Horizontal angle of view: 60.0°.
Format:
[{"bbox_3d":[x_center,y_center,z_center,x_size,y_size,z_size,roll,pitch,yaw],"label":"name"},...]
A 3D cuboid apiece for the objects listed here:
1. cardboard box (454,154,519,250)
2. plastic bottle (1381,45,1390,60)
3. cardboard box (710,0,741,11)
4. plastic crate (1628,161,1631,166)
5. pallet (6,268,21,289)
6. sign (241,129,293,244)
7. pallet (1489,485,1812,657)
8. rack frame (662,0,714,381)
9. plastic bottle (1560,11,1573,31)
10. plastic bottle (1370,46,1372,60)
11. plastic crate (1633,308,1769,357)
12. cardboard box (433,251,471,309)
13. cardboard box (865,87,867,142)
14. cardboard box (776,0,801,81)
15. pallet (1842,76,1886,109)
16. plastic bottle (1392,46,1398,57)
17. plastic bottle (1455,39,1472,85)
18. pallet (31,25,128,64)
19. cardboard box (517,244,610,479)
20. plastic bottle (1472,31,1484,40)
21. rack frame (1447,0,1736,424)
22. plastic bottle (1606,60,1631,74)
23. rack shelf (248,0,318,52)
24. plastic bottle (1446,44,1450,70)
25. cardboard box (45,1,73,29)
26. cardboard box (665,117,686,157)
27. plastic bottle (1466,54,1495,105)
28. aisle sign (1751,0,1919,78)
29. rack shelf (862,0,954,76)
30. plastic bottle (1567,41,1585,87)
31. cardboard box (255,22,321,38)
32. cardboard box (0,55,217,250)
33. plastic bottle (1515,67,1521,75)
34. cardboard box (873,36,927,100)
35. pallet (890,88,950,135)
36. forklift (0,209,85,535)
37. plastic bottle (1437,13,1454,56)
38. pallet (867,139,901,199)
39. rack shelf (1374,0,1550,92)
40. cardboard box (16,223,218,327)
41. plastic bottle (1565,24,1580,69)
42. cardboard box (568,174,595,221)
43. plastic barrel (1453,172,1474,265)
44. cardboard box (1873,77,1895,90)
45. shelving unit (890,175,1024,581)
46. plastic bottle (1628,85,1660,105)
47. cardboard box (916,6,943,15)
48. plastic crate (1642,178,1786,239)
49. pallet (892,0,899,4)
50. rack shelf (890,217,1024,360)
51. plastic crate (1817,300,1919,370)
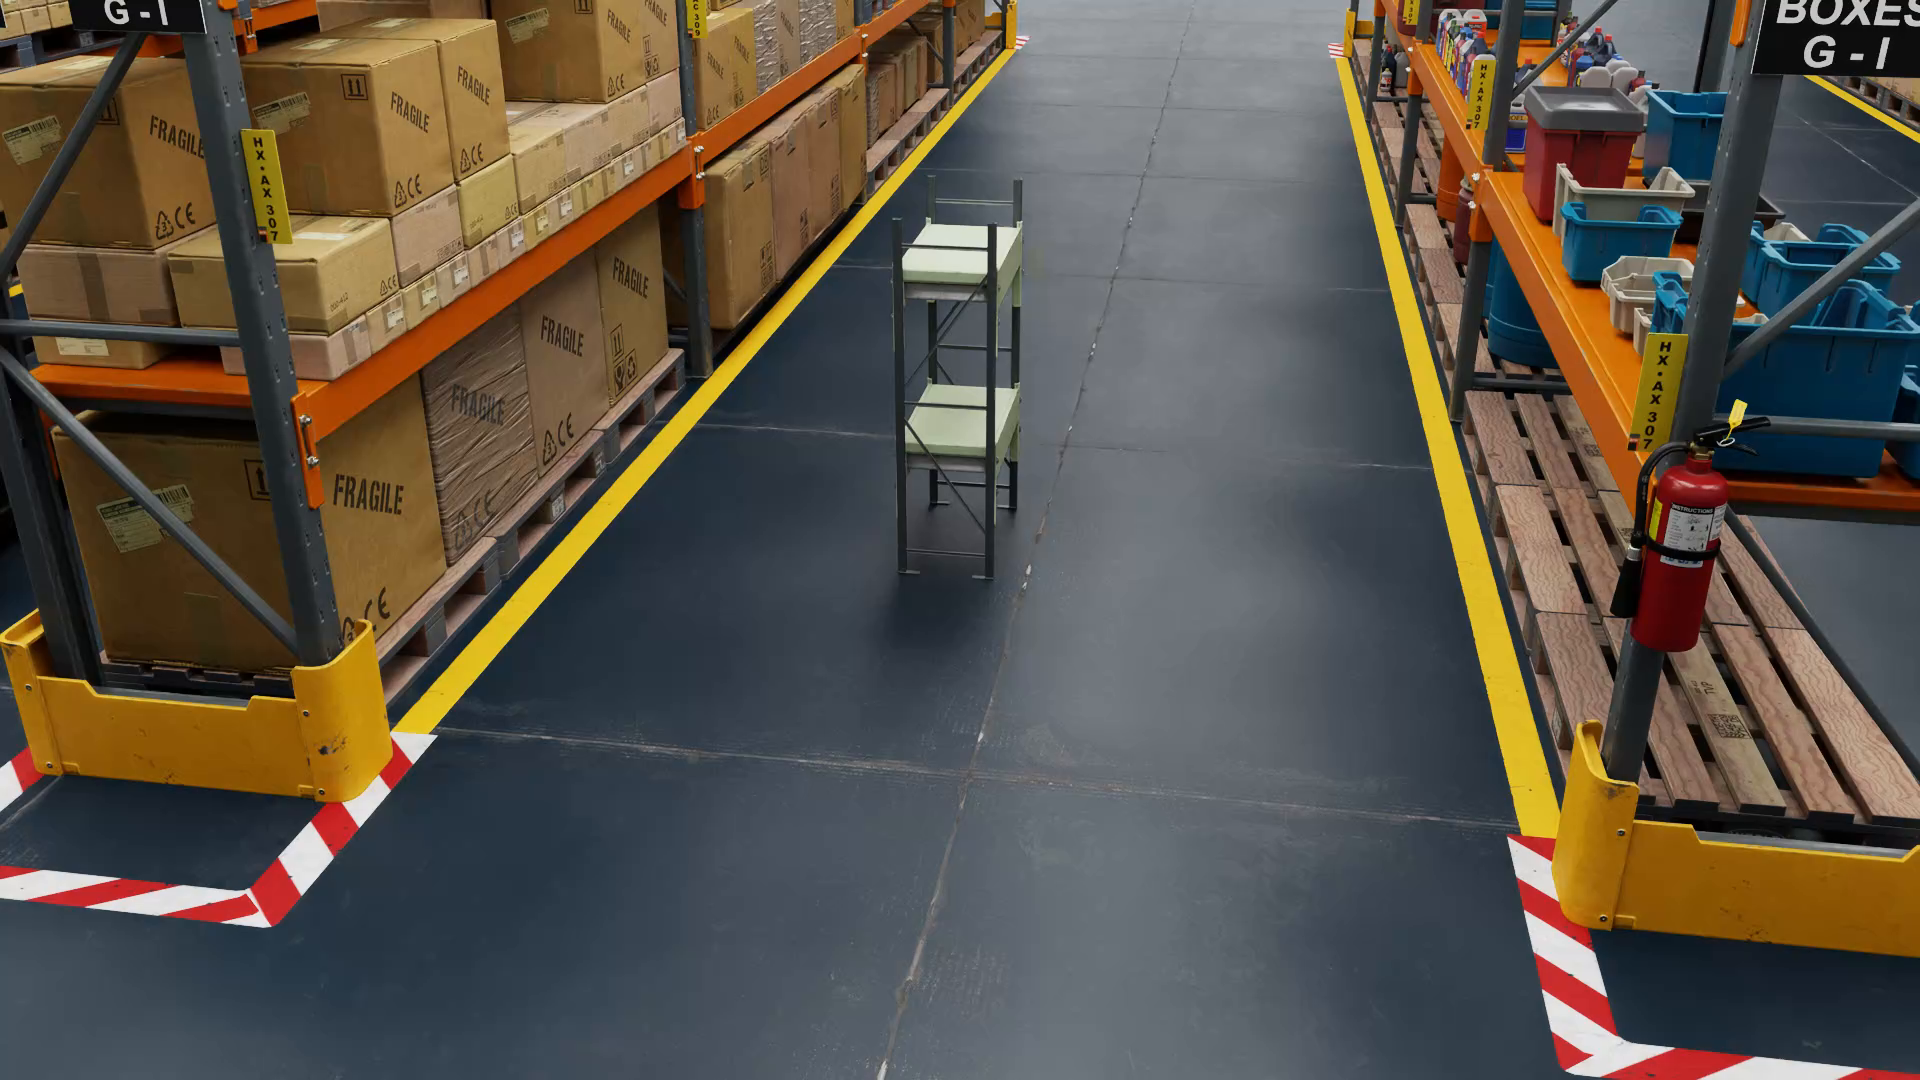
[{"bbox_3d":[-2.015,-1.295,6.305,0.500,0.250,0.500,3,25,7],"label":"cardboard box"},{"bbox_3d":[4.176,-4.664,16.281,0.144,0.351,0.185,3,25,6],"label":"plastic bottle"},{"bbox_3d":[-1.650,-3.345,9.558,0.797,0.503,0.637,4,25,9],"label":"cardboard box"},{"bbox_3d":[2.799,-1.672,7.523,0.396,0.136,0.243,4,25,9],"label":"plastic crate"},{"bbox_3d":[-6.621,-1.741,10.719,1.003,0.211,1.213,4,25,9],"label":"pallet"},{"bbox_3d":[-1.977,-1.006,4.746,0.100,0.325,0.005,4,25,9],"label":"sign"},{"bbox_3d":[2.737,0.136,6.710,1.003,0.211,1.213,4,25,9],"label":"pallet"},{"bbox_3d":[-1.870,-2.292,8.608,1.000,3.000,0.127,4,25,9],"label":"rack frame"},{"bbox_3d":[4.025,-3.370,11.049,0.061,0.283,0.133,4,25,9],"label":"plastic bottle"},{"bbox_3d":[4.357,-5.119,17.431,0.097,0.201,0.097,0,25,0],"label":"plastic bottle"},{"bbox_3d":[2.379,-0.657,5.356,0.396,0.136,0.243,4,25,9],"label":"plastic crate"},{"bbox_3d":[-2.017,-0.954,6.047,0.380,0.149,0.250,4,25,8],"label":"cardboard box"},{"bbox_3d":[-1.127,-3.314,13.220,0.700,0.500,0.500,3,25,6],"label":"cardboard box"},{"bbox_3d":[-1.306,-3.148,10.320,0.500,0.500,0.500,5,25,10],"label":"cardboard box"},{"bbox_3d":[9.578,-4.528,16.675,1.003,0.211,1.213,4,25,9],"label":"pallet"},{"bbox_3d":[4.334,-4.772,16.592,0.061,0.283,0.133,4,25,9],"label":"plastic bottle"},{"bbox_3d":[3.046,-2.875,10.006,0.097,0.271,0.097,0,25,0],"label":"plastic bottle"},{"bbox_3d":[-6.376,-3.433,11.272,1.003,0.211,1.213,4,25,9],"label":"pallet"},{"bbox_3d":[-2.204,-0.873,7.587,0.875,0.875,0.875,4,25,9],"label":"cardboard box"},{"bbox_3d":[3.331,-3.179,10.737,0.097,0.201,0.097,0,25,0],"label":"plastic bottle"},{"bbox_3d":[3.016,-1.949,7.875,1.000,3.000,0.127,4,25,9],"label":"rack frame"},{"bbox_3d":[3.657,-2.544,9.293,0.152,0.276,0.135,4,25,9],"label":"plastic bottle"},{"bbox_3d":[-5.766,-4.861,14.946,1.077,0.370,4.000,4,25,9],"label":"rack shelf"},{"bbox_3d":[3.137,-3.077,10.520,0.097,0.201,0.097,0,25,0],"label":"plastic bottle"},{"bbox_3d":[-6.021,-3.434,10.848,0.380,0.149,0.250,4,25,8],"label":"cardboard box"},{"bbox_3d":[-1.597,-2.028,8.340,0.380,0.149,0.250,4,25,9],"label":"cardboard box"},{"bbox_3d":[2.964,-2.597,9.406,0.152,0.276,0.135,4,25,9],"label":"plastic bottle"},{"bbox_3d":[2.062,-1.443,3.729,0.394,0.787,0.004,4,25,9],"label":"aisle sign"},{"bbox_3d":[-0.890,-4.475,14.122,1.077,0.370,4.000,4,25,9],"label":"rack shelf"},{"bbox_3d":[3.665,-2.825,9.884,0.061,0.283,0.133,4,25,9],"label":"plastic bottle"},{"bbox_3d":[-5.765,-4.136,14.707,1.050,0.750,0.750,4,25,9],"label":"cardboard box"},{"bbox_3d":[-2.703,-1.247,5.318,0.500,0.500,0.500,4,25,9],"label":"cardboard box"},{"bbox_3d":[3.030,-2.440,9.077,0.097,0.271,0.097,0,25,0],"label":"plastic bottle"},{"bbox_3d":[-0.684,-4.450,15.647,0.700,0.500,0.500,2,25,4],"label":"cardboard box"},{"bbox_3d":[-0.688,-4.049,15.651,1.003,0.211,1.213,4,25,9],"label":"pallet"},{"bbox_3d":[-4.573,-1.572,7.150,1.130,2.935,3.031,3,25,7],"label":"forklift"},{"bbox_3d":[3.234,-3.358,11.038,0.097,0.271,0.097,0,25,0],"label":"plastic bottle"},{"bbox_3d":[-1.087,-3.029,13.471,1.003,0.211,1.213,4,25,9],"label":"pallet"},{"bbox_3d":[3.997,-4.132,13.388,1.077,0.370,4.000,4,25,9],"label":"rack shelf"},{"bbox_3d":[-2.706,-0.907,5.475,0.500,0.250,0.500,4,25,8],"label":"cardboard box"},{"bbox_3d":[3.918,-3.140,10.571,0.097,0.271,0.097,0,25,0],"label":"plastic bottle"},{"bbox_3d":[-1.806,-1.490,7.192,0.380,0.149,0.250,4,25,8],"label":"cardboard box"},{"bbox_3d":[3.422,-2.042,10.422,0.600,0.588,0.708,4,25,9],"label":"plastic barrel"},{"bbox_3d":[9.229,-4.522,16.121,0.500,0.250,0.500,4,25,9],"label":"cardboard box"},{"bbox_3d":[0.001,-0.682,6.938,0.431,1.500,0.755,4,25,9],"label":"shelving unit"},{"bbox_3d":[3.528,-2.213,8.585,0.152,0.276,0.135,4,25,9],"label":"plastic bottle"},{"bbox_3d":[-0.348,-5.365,17.628,0.500,0.500,0.500,2,25,4],"label":"cardboard box"},{"bbox_3d":[3.098,-1.364,6.881,0.437,0.125,0.590,4,25,9],"label":"plastic crate"},{"bbox_3d":[-0.933,-4.709,13.998,1.003,0.211,1.213,4,25,9],"label":"pallet"},{"bbox_3d":[0.001,-1.036,6.773,0.431,0.370,0.720,4,25,9],"label":"rack shelf"},{"bbox_3d":[2.835,-0.583,5.084,0.416,0.233,0.300,4,25,9],"label":"plastic crate"}]
